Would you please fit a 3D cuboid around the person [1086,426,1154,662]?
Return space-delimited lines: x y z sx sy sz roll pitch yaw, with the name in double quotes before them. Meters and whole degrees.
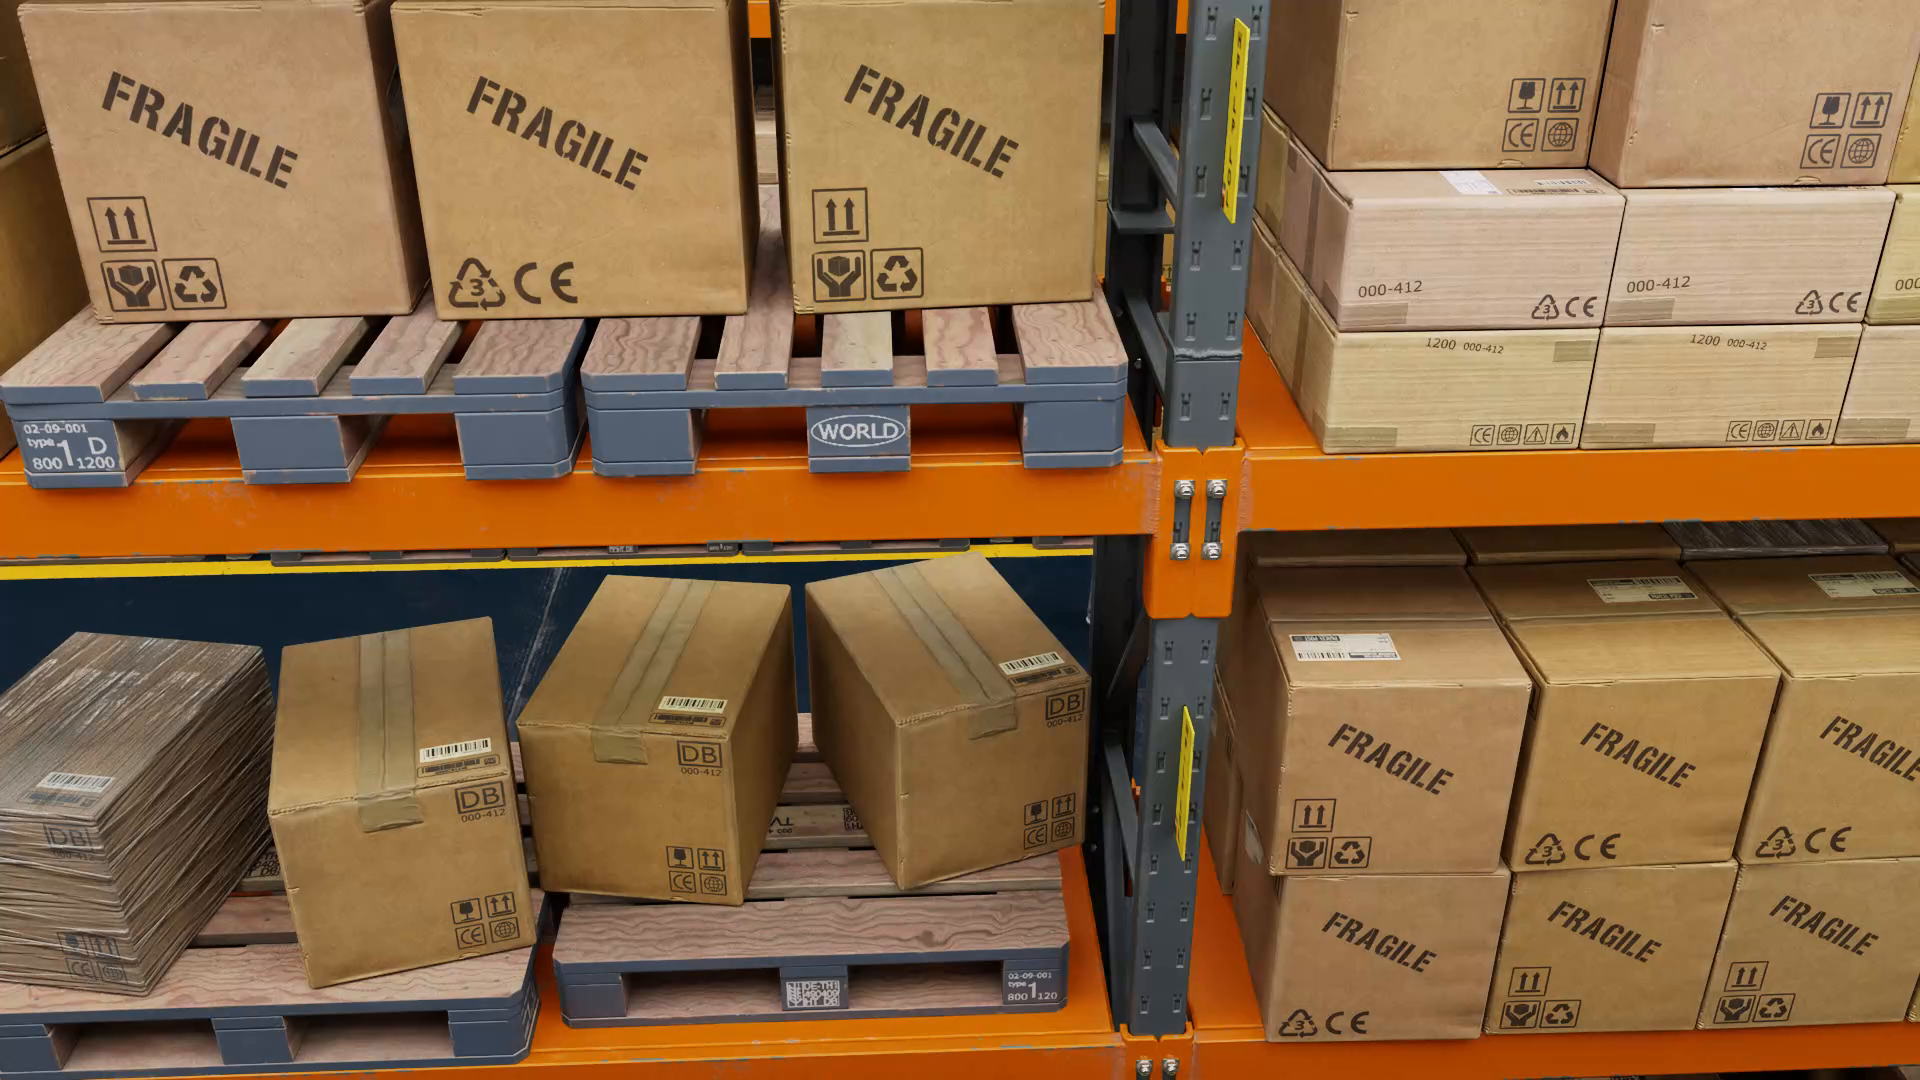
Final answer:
"person" 0.754 -0.273 7.642 0.400 1.657 0.515 -2 28 -3
